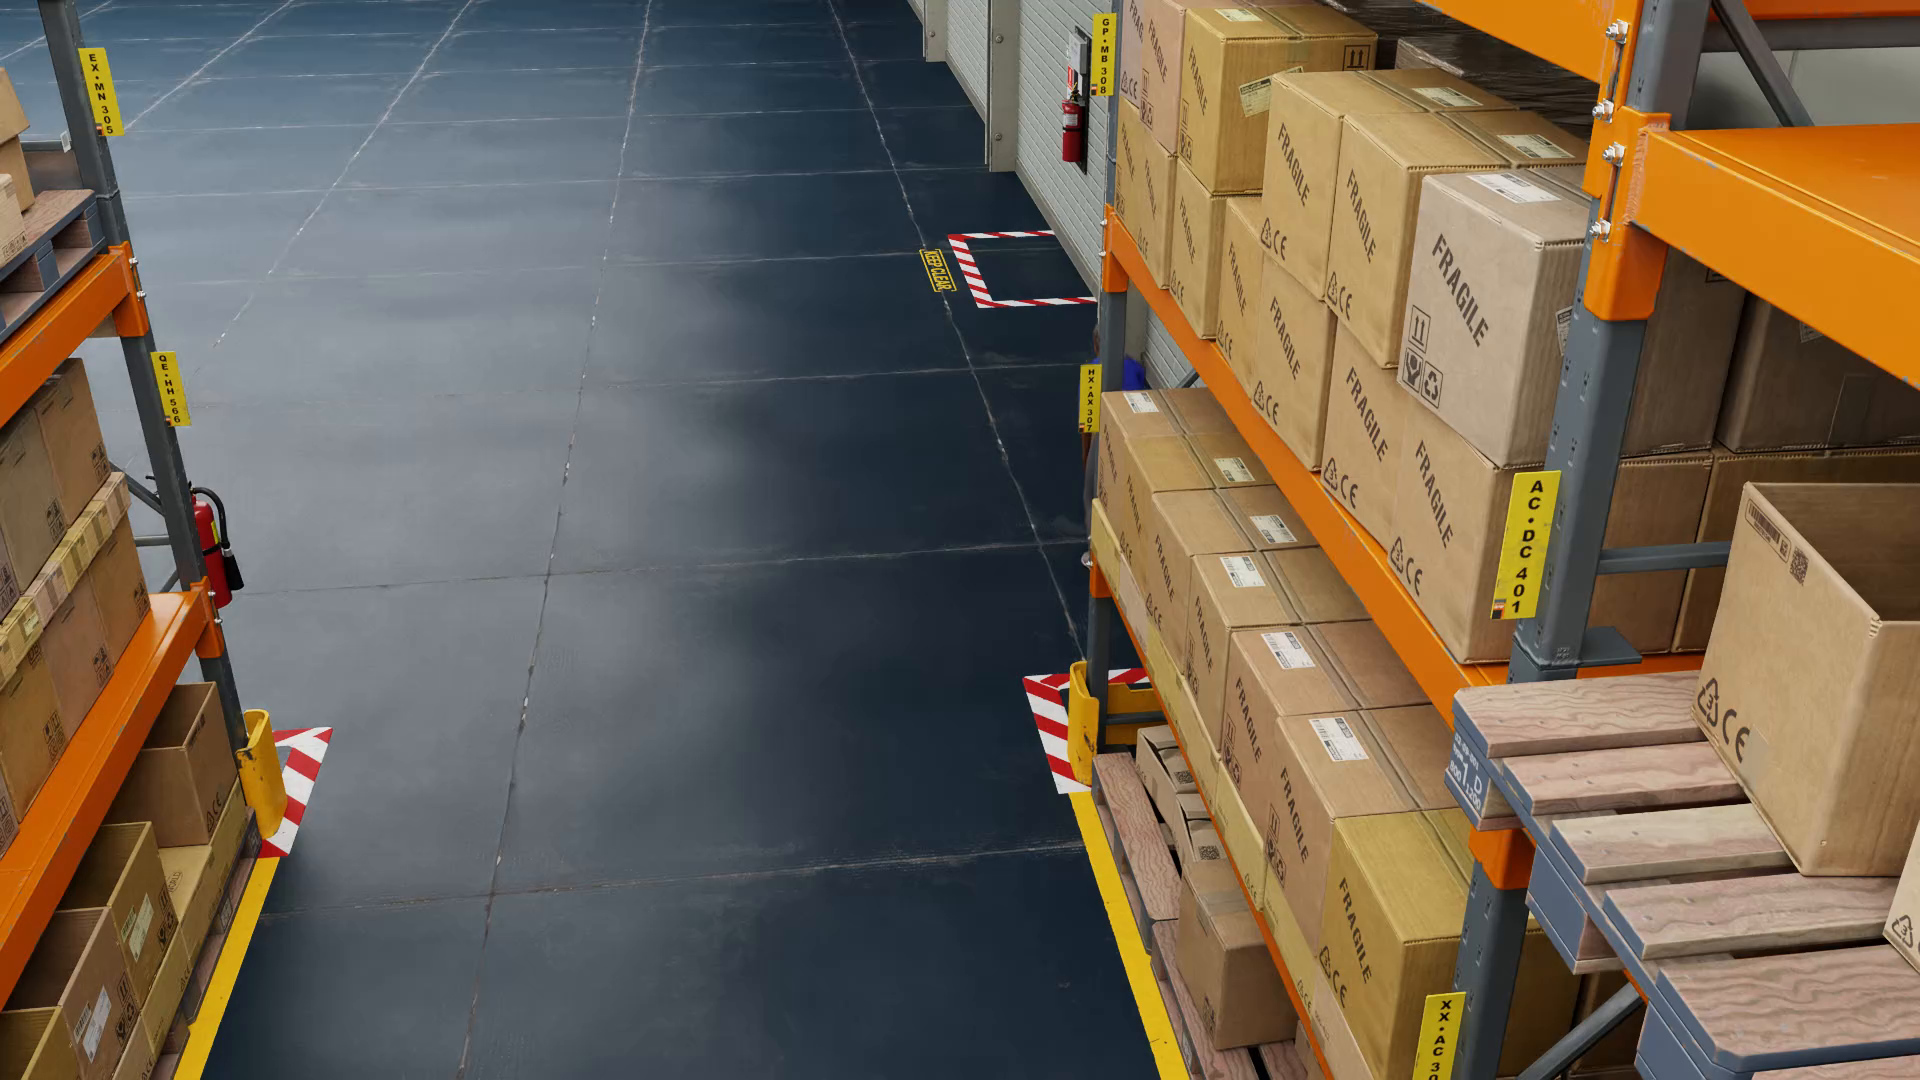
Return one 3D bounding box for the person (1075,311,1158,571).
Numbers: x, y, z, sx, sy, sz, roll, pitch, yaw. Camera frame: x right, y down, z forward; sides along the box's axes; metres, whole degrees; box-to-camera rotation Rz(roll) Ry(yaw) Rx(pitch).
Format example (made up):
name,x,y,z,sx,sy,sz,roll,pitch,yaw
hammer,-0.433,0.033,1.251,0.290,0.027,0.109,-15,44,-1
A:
name,x,y,z,sx,sy,sz,roll,pitch,yaw
person,0.933,-0.564,9.715,0.523,1.654,0.351,-5,28,-10
